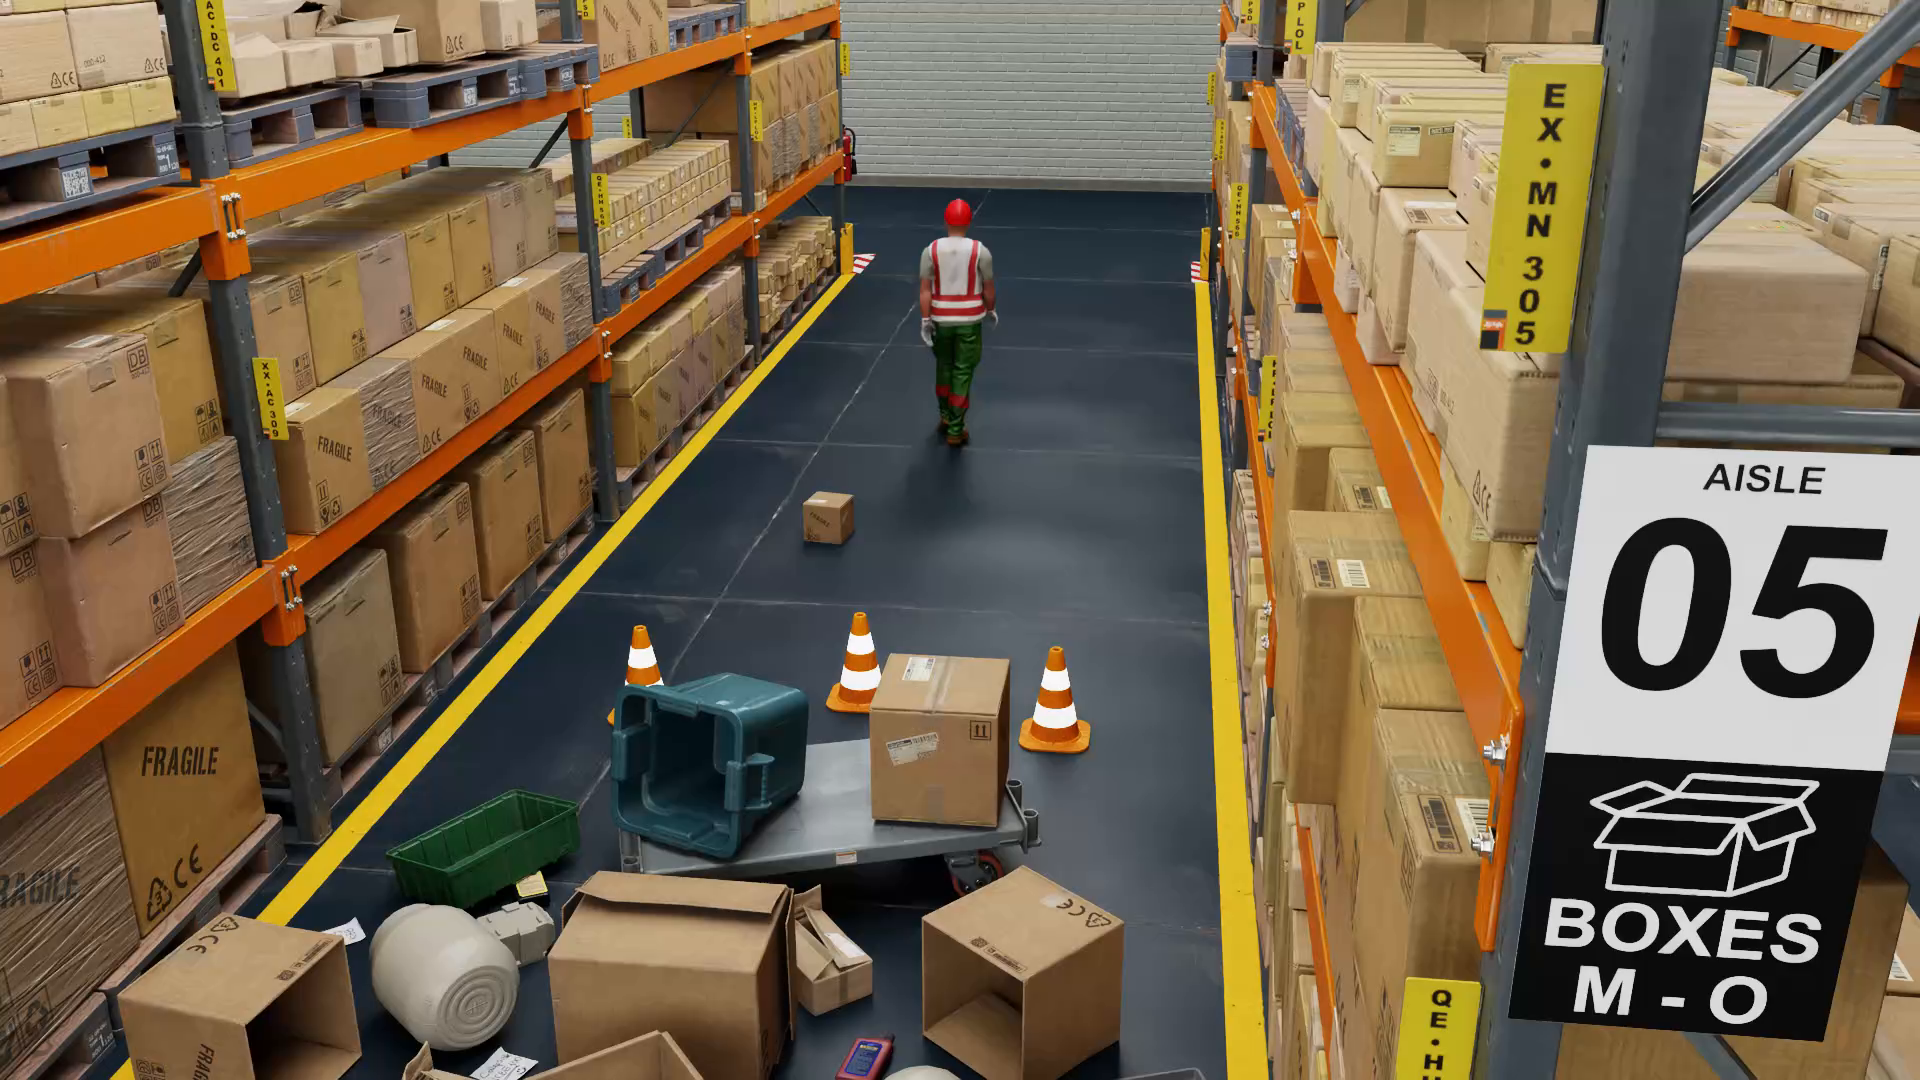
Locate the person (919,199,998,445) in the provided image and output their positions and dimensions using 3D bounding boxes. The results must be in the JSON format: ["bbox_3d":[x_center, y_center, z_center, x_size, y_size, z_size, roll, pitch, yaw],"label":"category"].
[{"bbox_3d":[0.005,-1.622,12.298,0.529,1.821,0.746,5,21,12],"label":"person"}]
